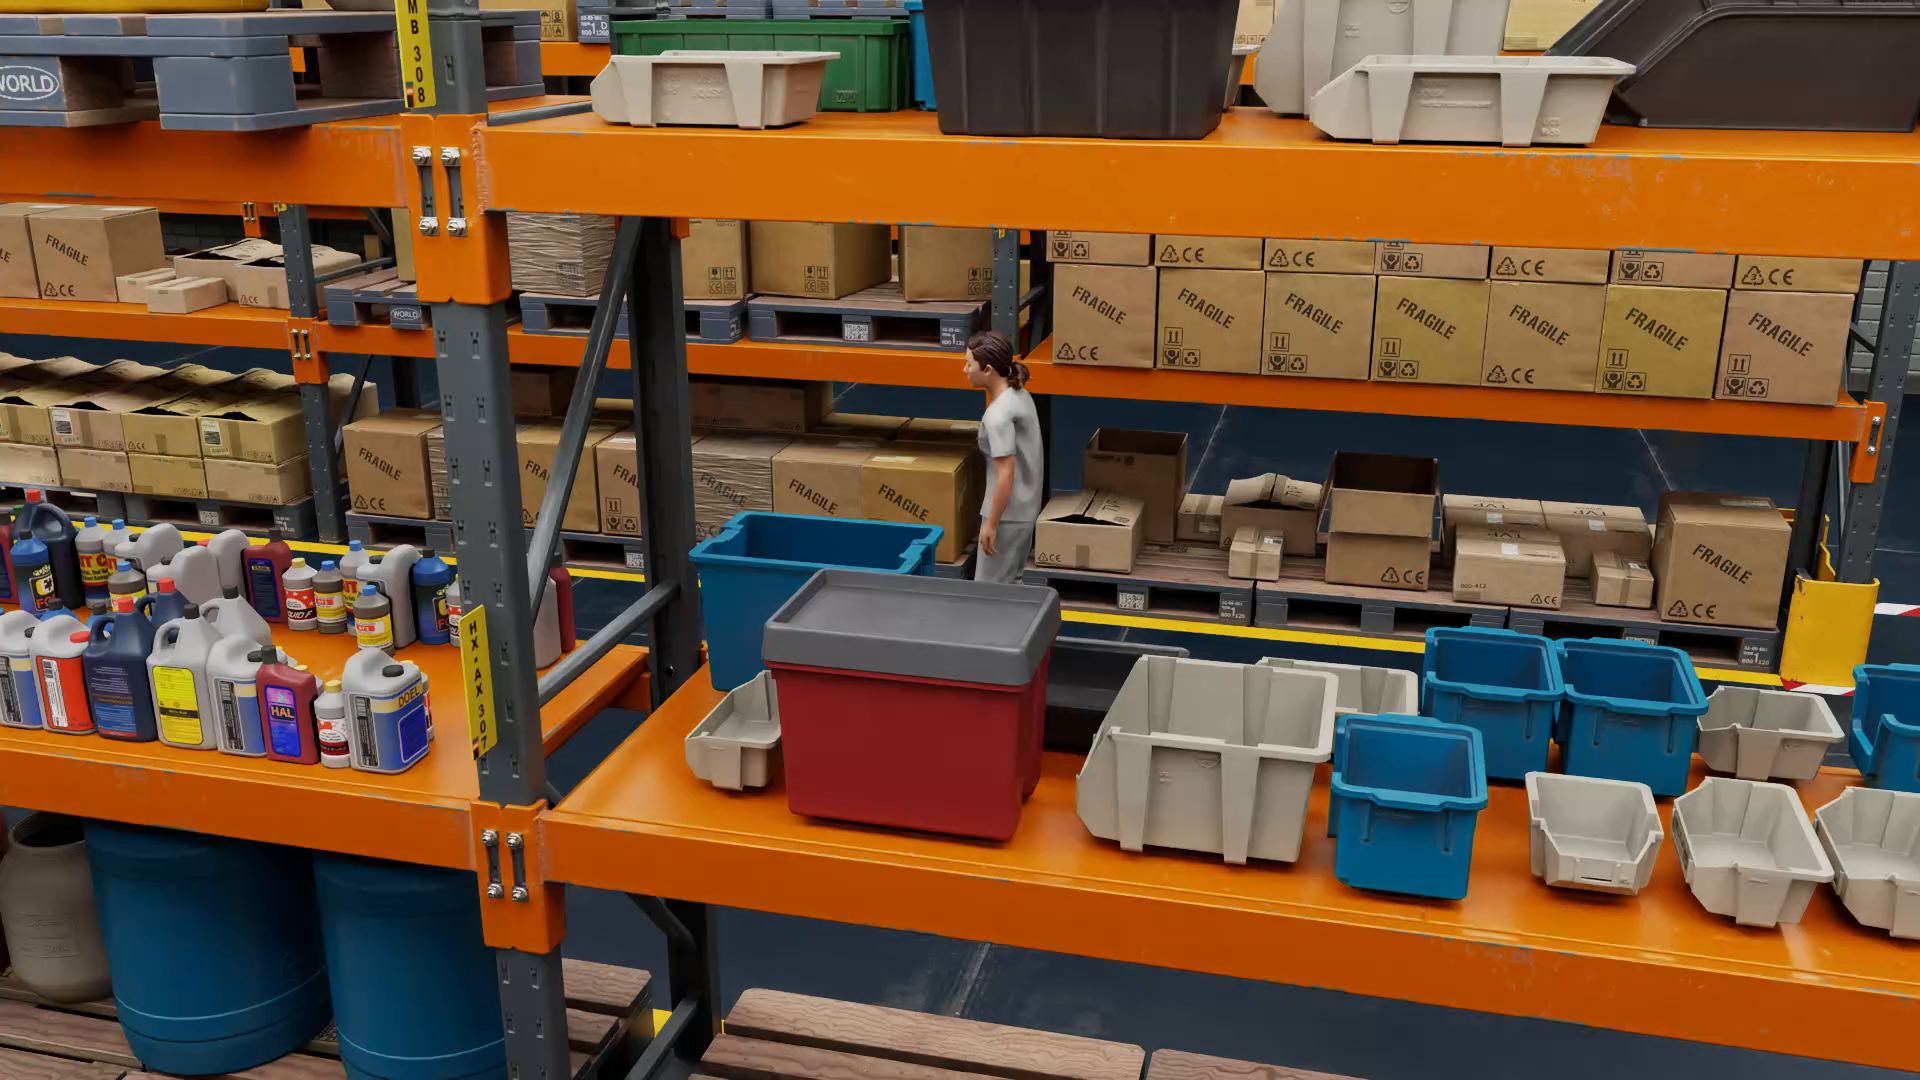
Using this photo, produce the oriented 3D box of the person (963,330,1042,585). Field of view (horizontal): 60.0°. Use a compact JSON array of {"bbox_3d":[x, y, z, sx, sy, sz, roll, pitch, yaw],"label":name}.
[{"bbox_3d":[0.179,-0.113,7.401,0.359,1.673,0.514,4,19,11],"label":"person"}]
